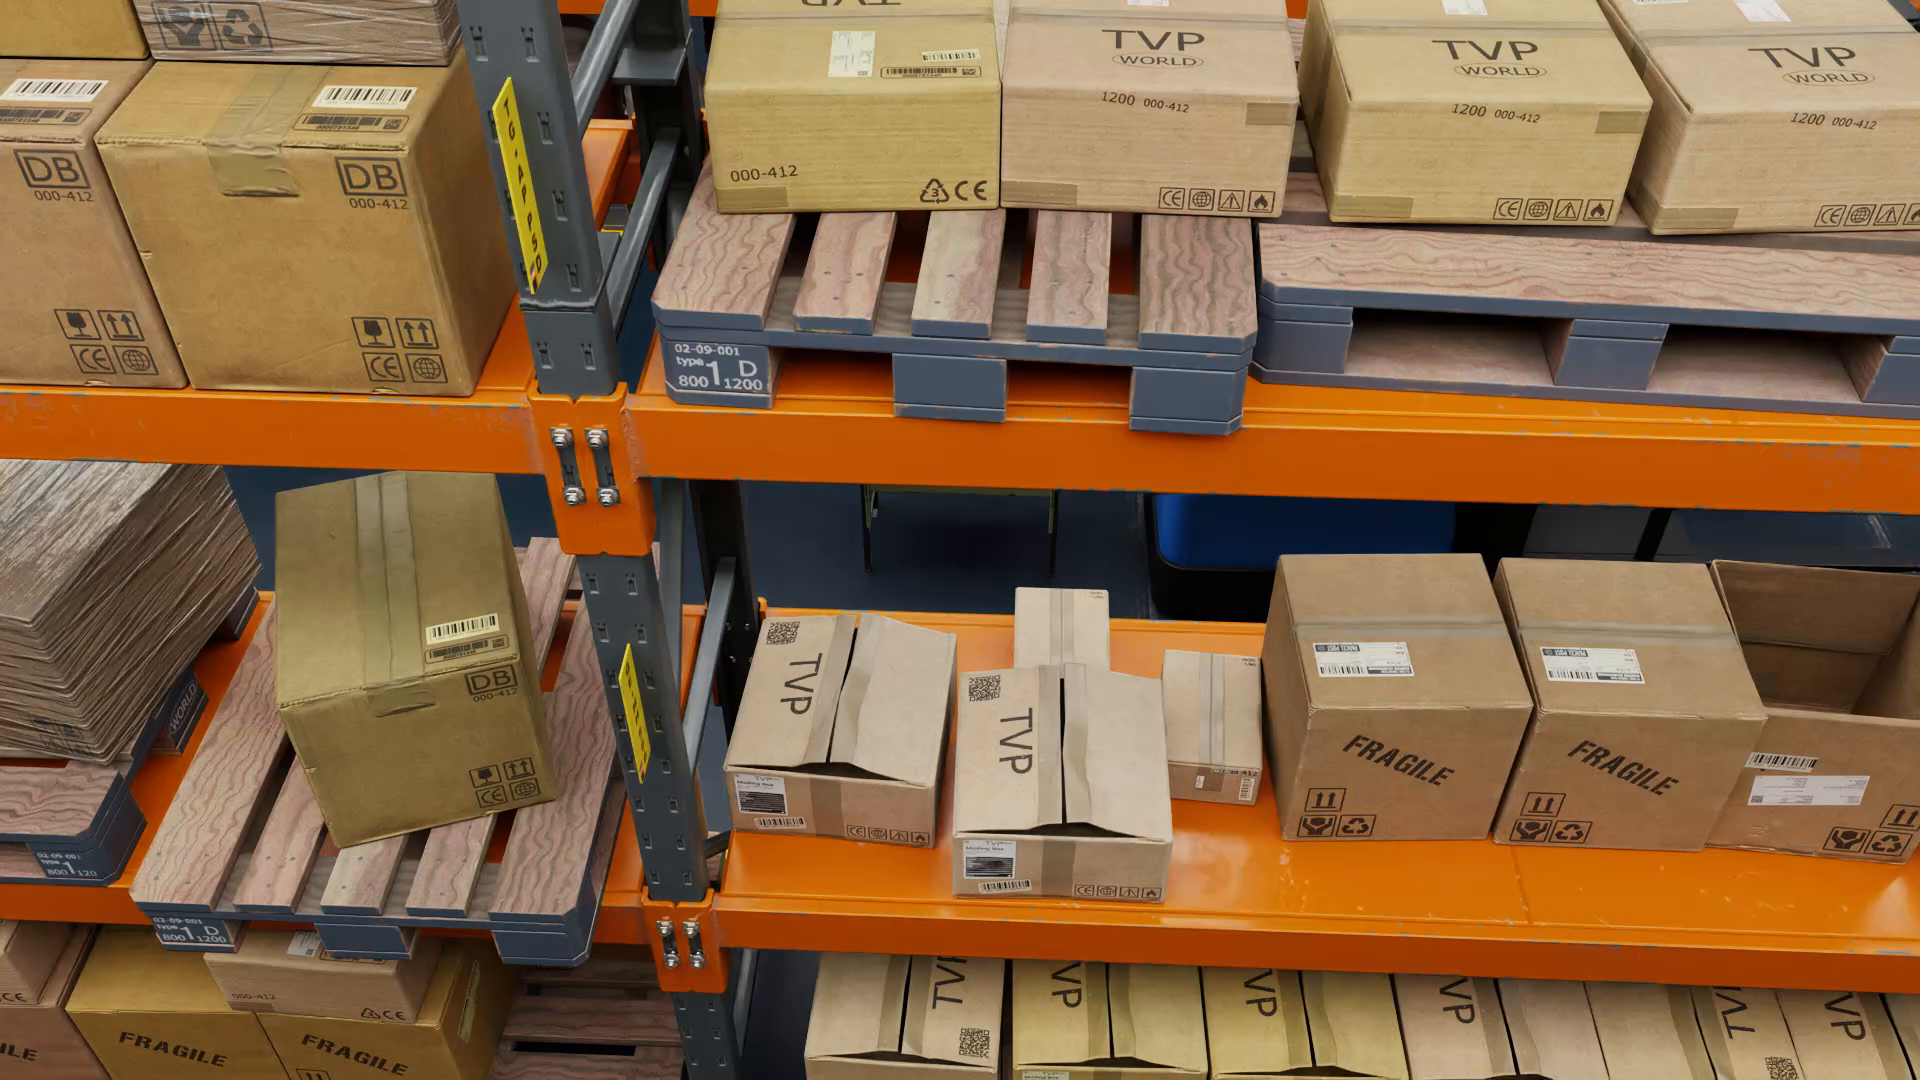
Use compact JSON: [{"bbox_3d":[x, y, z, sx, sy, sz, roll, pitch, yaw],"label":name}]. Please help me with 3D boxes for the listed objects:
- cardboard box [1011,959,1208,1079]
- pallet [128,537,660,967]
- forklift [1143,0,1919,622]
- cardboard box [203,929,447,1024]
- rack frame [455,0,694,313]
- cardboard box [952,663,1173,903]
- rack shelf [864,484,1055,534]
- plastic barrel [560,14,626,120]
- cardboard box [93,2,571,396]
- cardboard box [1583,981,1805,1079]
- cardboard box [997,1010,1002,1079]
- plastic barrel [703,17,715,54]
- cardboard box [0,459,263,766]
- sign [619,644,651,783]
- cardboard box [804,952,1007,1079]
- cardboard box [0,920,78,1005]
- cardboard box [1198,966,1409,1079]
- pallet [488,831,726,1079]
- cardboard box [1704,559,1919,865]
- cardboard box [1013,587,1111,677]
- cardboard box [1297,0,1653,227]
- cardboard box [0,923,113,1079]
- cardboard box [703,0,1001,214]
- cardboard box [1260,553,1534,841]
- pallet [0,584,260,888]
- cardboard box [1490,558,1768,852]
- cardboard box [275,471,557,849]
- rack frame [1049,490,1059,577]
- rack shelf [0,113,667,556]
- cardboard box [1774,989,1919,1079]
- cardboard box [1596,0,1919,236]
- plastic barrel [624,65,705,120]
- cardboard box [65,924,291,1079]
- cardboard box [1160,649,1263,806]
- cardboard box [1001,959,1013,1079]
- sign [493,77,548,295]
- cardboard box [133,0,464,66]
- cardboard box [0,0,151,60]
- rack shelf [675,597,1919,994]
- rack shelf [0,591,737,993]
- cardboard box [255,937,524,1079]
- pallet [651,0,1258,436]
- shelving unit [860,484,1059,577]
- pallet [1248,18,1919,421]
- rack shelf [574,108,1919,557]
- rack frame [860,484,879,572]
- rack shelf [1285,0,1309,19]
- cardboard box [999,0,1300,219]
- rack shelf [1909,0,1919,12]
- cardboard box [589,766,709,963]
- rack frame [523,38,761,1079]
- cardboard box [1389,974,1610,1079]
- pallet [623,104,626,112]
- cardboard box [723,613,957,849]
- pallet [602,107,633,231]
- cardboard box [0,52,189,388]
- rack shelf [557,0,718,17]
[{"bbox_3d":[0.391,1.253,4.502,0.500,0.311,0.500,1,43,1],"label":"cardboard box"},{"bbox_3d":[-1.324,0.476,4.179,1.003,0.211,1.213,2,43,2],"label":"pallet"},{"bbox_3d":[2.264,-1.068,5.746,3.031,2.935,1.130,1,43,1],"label":"forklift"},{"bbox_3d":[-1.645,0.991,4.447,0.500,0.250,0.500,3,43,4],"label":"cardboard box"},{"bbox_3d":[-0.644,-1.816,2.098,0.127,3.000,1.000,2,43,2],"label":"rack frame"},{"bbox_3d":[0.241,0.571,4.002,0.500,0.311,0.500,1,43,1],"label":"cardboard box"},{"bbox_3d":[0.007,-0.310,6.461,0.720,0.370,0.431,2,43,2],"label":"rack shelf"},{"bbox_3d":[-2.035,-2.303,8.483,0.708,0.588,0.600,2,43,2],"label":"plastic barrel"},{"bbox_3d":[-1.081,-0.746,3.076,0.500,0.500,0.910,2,43,2],"label":"cardboard box"},{"bbox_3d":[1.916,1.303,4.448,0.500,0.311,0.500,2,43,2],"label":"cardboard box"},{"bbox_3d":[-0.134,1.448,4.705,0.500,0.250,0.500,2,43,2],"label":"cardboard box"},{"bbox_3d":[-0.907,-2.357,8.363,0.708,0.830,0.600,2,43,2],"label":"plastic barrel"},{"bbox_3d":[-2.183,0.088,4.073,0.500,0.500,0.700,9,44,10],"label":"cardboard box"},{"bbox_3d":[-0.659,0.354,3.378,0.005,0.325,0.100,2,43,2],"label":"sign"},{"bbox_3d":[-0.134,1.242,4.514,0.500,0.311,0.500,3,43,3],"label":"cardboard box"},{"bbox_3d":[-2.668,0.962,4.478,0.500,0.250,0.500,1,43,1],"label":"cardboard box"},{"bbox_3d":[0.900,1.270,4.484,0.500,0.311,0.500,1,43,1],"label":"cardboard box"},{"bbox_3d":[-1.388,1.351,5.145,1.213,0.211,1.003,2,43,2],"label":"pallet"},{"bbox_3d":[2.059,0.414,4.031,0.500,0.500,0.500,5,43,5],"label":"cardboard box"},{"bbox_3d":[0.267,0.310,4.400,0.250,0.149,0.380,2,43,2],"label":"cardboard box"},{"bbox_3d":[0.907,-0.813,3.023,0.500,0.250,0.500,1,43,1],"label":"cardboard box"},{"bbox_3d":[-2.630,1.236,4.734,0.500,0.500,0.500,0,43,0],"label":"cardboard box"},{"bbox_3d":[-0.188,-0.842,3.054,0.500,0.250,0.500,-1,43,-1],"label":"cardboard box"},{"bbox_3d":[1.033,0.383,4.065,0.500,0.500,0.500,0,43,0],"label":"cardboard box"},{"bbox_3d":[-2.587,0.393,4.269,1.213,0.211,1.003,2,43,2],"label":"pallet"},{"bbox_3d":[1.559,0.399,4.048,0.500,0.500,0.500,2,43,2],"label":"cardboard box"},{"bbox_3d":[-1.278,0.246,3.904,0.500,0.500,0.700,-12,44,-12],"label":"cardboard box"},{"bbox_3d":[0.372,-0.537,6.226,0.023,1.500,0.400,2,43,2],"label":"rack frame"},{"bbox_3d":[-2.642,-0.517,3.431,4.000,0.370,1.077,2,43,2],"label":"rack shelf"},{"bbox_3d":[2.414,1.320,4.430,0.500,0.311,0.500,3,43,3],"label":"cardboard box"},{"bbox_3d":[1.445,-0.795,3.004,0.500,0.250,0.500,-2,43,-2],"label":"cardboard box"},{"bbox_3d":[-1.475,-2.197,8.425,0.421,0.512,0.421,0,43,0],"label":"plastic barrel"},{"bbox_3d":[-2.106,1.248,4.721,0.500,0.500,0.500,0,43,0],"label":"cardboard box"},{"bbox_3d":[0.632,0.472,4.227,0.250,0.149,0.380,5,43,5],"label":"cardboard box"},{"bbox_3d":[0.368,1.462,4.689,0.500,0.250,0.500,1,43,1],"label":"cardboard box"},{"bbox_3d":[-0.671,-0.538,2.547,0.005,0.325,0.100,2,43,2],"label":"sign"},{"bbox_3d":[-1.080,-1.139,2.764,0.500,0.500,0.500,2,43,2],"label":"cardboard box"},{"bbox_3d":[-1.589,-1.154,2.781,0.500,0.500,0.500,2,43,2],"label":"cardboard box"},{"bbox_3d":[1.354,0.704,4.322,4.000,0.370,1.077,2,43,2],"label":"rack shelf"},{"bbox_3d":[-2.642,0.581,4.454,4.000,0.370,1.077,2,43,2],"label":"rack shelf"},{"bbox_3d":[-1.589,1.264,4.704,0.500,0.500,0.500,3,43,4],"label":"cardboard box"},{"bbox_3d":[0.038,-0.689,3.227,1.003,0.211,1.213,4,43,4],"label":"pallet"},{"bbox_3d":[0.007,-0.549,6.239,0.755,1.500,0.431,2,43,2],"label":"shelving unit"},{"bbox_3d":[1.155,-0.657,3.193,1.213,0.211,1.003,4,43,4],"label":"pallet"},{"bbox_3d":[1.354,-0.394,3.299,4.000,0.370,1.077,2,43,2],"label":"rack shelf"},{"bbox_3d":[-0.359,-0.560,6.251,0.023,1.500,0.400,2,43,2],"label":"rack frame"},{"bbox_3d":[1.581,-2.669,7.942,4.000,0.370,1.077,2,43,2],"label":"rack shelf"},{"bbox_3d":[0.336,-0.838,3.050,0.500,0.250,0.500,3,43,3],"label":"cardboard box"},{"bbox_3d":[5.577,-2.546,7.811,4.000,0.370,1.077,2,43,2],"label":"rack shelf"},{"bbox_3d":[-1.086,0.924,5.068,0.500,0.500,0.500,3,43,4],"label":"cardboard box"},{"bbox_3d":[-0.644,0.379,4.143,0.127,3.000,1.000,2,43,2],"label":"rack frame"},{"bbox_3d":[1.414,1.285,4.467,0.500,0.311,0.500,1,43,1],"label":"cardboard box"},{"bbox_3d":[-2.422,-2.009,8.751,1.213,0.211,1.003,2,43,2],"label":"pallet"},{"bbox_3d":[-0.283,0.453,4.129,0.500,0.311,0.500,4,43,5],"label":"cardboard box"},{"bbox_3d":[-1.207,-1.969,8.709,1.213,0.211,1.003,2,43,2],"label":"pallet"},{"bbox_3d":[-1.591,-0.761,3.093,0.500,0.500,0.910,2,43,2],"label":"cardboard box"},{"bbox_3d":[-2.415,-2.792,8.074,4.000,0.370,1.077,2,43,2],"label":"rack shelf"}]
